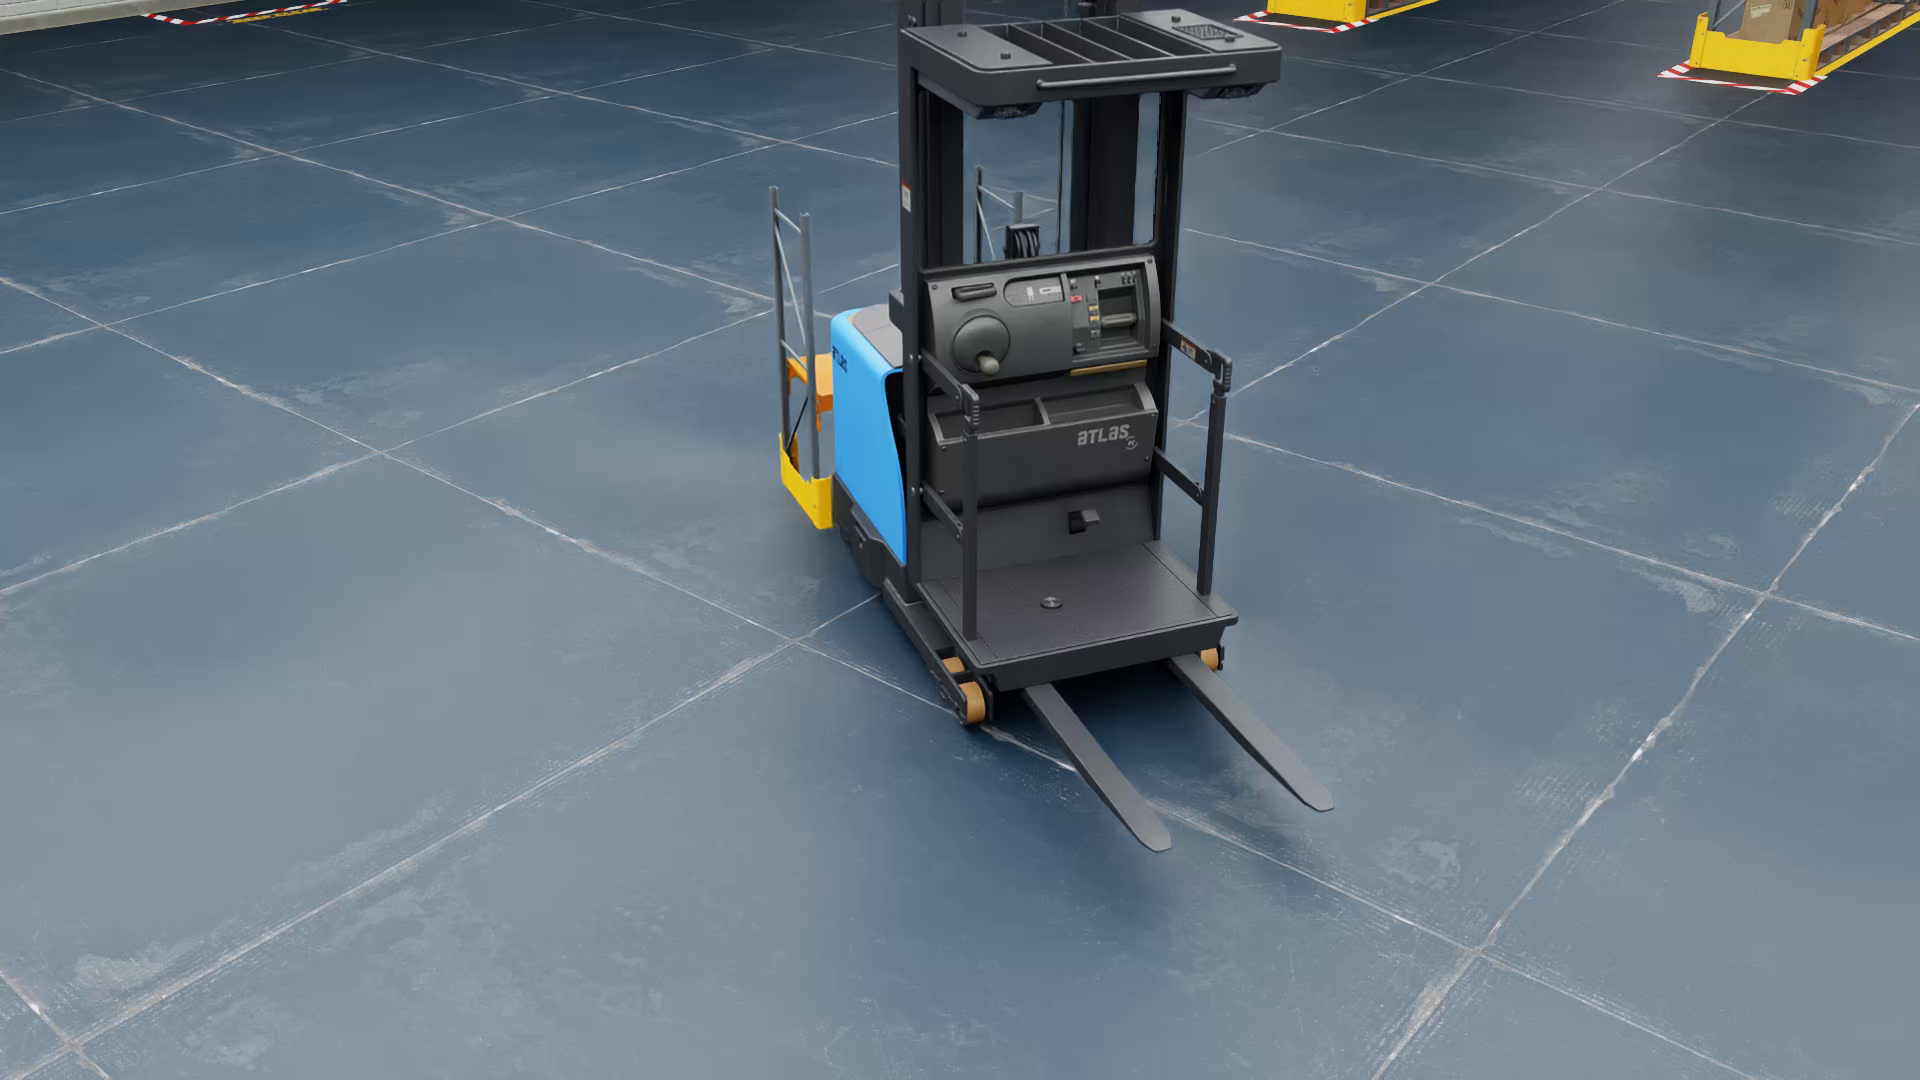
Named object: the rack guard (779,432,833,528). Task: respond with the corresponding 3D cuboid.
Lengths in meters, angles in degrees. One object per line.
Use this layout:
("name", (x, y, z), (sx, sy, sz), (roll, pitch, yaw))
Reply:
("rack guard", (-0.747, -0.296, 8.050), (0.087, 0.250, 0.587), (-11, 29, -20))

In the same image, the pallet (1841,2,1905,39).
("pallet", (10.197, -6.045, 19.205), (1.003, 0.211, 1.213), (21, 34, 34))

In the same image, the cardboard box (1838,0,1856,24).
("cardboard box", (9.619, -6.029, 18.404), (0.500, 0.500, 0.500), (17, 32, 30))

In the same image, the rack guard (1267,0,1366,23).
("rack guard", (4.243, -6.491, 19.754), (1.175, 0.500, 0.348), (21, 34, 34))

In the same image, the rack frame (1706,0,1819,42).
("rack frame", (8.053, -6.113, 16.303), (1.000, 3.000, 0.127), (21, 34, 34))

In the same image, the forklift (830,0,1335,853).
("forklift", (0.405, -0.809, 6.123), (1.130, 2.935, 3.031), (-10, 29, -18))

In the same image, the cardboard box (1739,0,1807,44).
("cardboard box", (8.463, -5.406, 17.199), (0.500, 0.500, 0.500), (-21, 34, -35))

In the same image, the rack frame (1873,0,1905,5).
("rack frame", (10.597, -7.532, 19.044), (1.000, 3.000, 0.127), (21, 34, 34))

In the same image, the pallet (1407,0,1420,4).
("pallet", (5.540, -7.080, 21.207), (1.003, 0.211, 1.213), (21, 34, 34))

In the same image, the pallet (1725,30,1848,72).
("pallet", (8.645, -5.180, 17.533), (1.003, 0.211, 1.213), (21, 34, 34))

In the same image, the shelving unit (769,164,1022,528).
("shelving unit", (-0.288, -0.940, 7.934), (1.083, 1.500, 0.587), (-11, 29, -20))

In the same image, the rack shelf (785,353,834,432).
("rack shelf", (-0.296, -0.778, 8.013), (1.000, 0.185, 0.538), (-11, 29, -20))

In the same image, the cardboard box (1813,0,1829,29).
("cardboard box", (8.817, -5.628, 17.628), (0.500, 0.500, 0.500), (-18, 32, -31))

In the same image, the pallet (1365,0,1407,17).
("pallet", (4.764, -6.650, 20.374), (1.003, 0.211, 1.213), (21, 34, 34))

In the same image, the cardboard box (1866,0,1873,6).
("cardboard box", (10.312, -6.478, 19.271), (0.500, 0.500, 0.500), (20, 33, 33))

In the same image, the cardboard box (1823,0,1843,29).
("cardboard box", (9.230, -5.845, 18.047), (0.500, 0.500, 0.500), (25, 36, 39))

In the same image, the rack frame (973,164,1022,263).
("rack frame", (0.173, -1.028, 8.105), (0.032, 1.500, 0.500), (-11, 29, -20))

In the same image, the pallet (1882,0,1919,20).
("pallet", (11.091, -6.570, 20.220), (1.003, 0.211, 1.213), (21, 34, 34))

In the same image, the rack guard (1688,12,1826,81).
("rack guard", (8.101, -5.030, 16.929), (1.175, 0.500, 0.348), (21, 34, 34))

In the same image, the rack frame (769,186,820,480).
("rack frame", (-0.765, -0.848, 7.756), (0.032, 1.500, 0.500), (-11, 29, -20))

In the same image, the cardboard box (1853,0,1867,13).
("cardboard box", (9.953, -6.273, 18.874), (0.500, 0.500, 0.500), (-16, 31, -28))

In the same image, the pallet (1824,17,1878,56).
("pallet", (9.421, -5.610, 18.365), (1.003, 0.211, 1.213), (21, 34, 34))
